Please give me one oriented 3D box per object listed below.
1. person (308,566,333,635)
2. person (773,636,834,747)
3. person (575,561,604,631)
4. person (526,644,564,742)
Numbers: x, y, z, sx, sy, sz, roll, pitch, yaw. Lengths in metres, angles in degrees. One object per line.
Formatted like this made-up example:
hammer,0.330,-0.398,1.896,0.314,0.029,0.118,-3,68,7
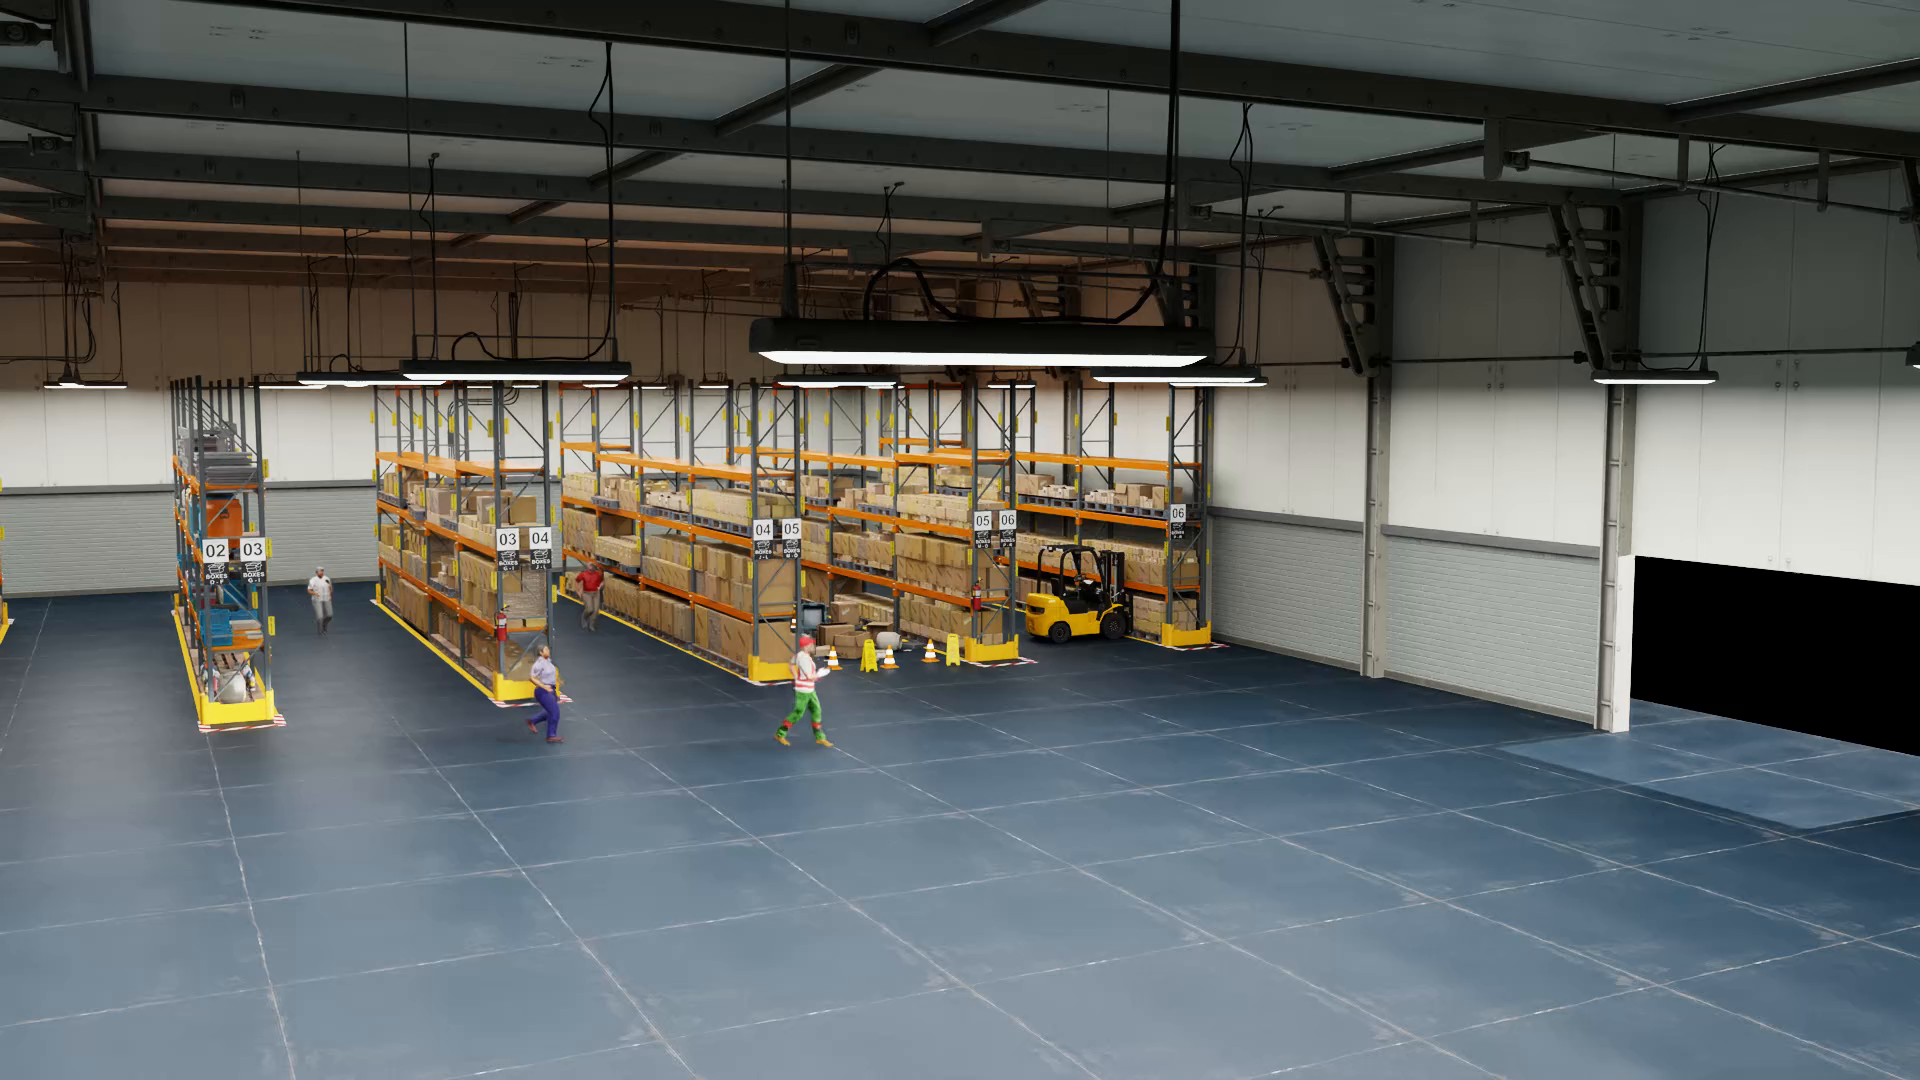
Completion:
person,-15.015,1.431,39.143,0.598,1.621,0.557,-4,6,-38
person,-2.510,2.431,26.633,0.964,1.800,0.659,0,5,-2
person,-8.804,1.343,39.740,0.652,1.676,0.592,-3,6,-32
person,-6.839,2.511,27.270,0.687,1.580,0.613,0,5,6
